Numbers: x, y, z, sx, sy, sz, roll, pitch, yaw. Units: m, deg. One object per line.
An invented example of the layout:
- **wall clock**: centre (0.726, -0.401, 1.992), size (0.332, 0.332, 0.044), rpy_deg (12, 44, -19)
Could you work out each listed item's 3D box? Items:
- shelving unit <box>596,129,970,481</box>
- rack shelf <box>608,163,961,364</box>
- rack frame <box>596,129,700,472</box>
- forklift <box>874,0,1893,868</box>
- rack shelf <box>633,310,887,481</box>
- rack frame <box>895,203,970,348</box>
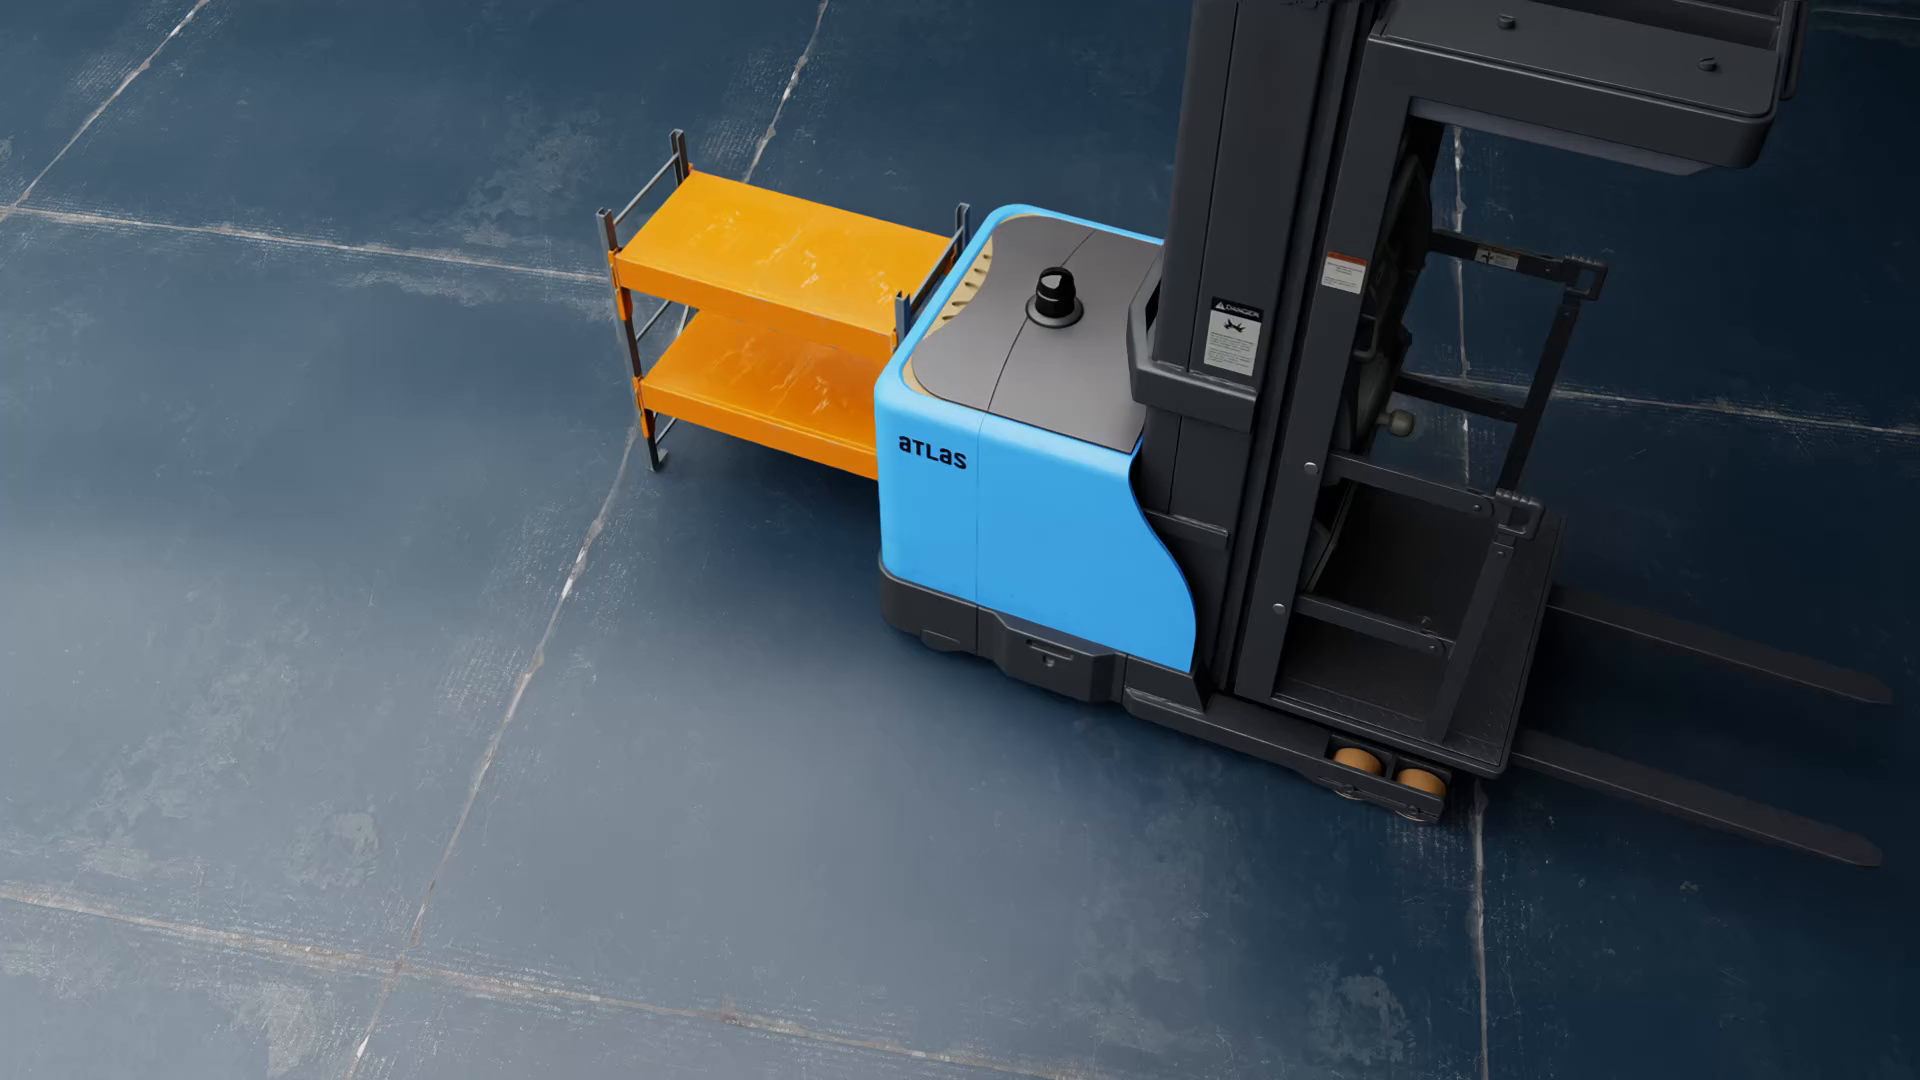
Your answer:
- **shelving unit**: centre (-0.548, -0.648, 5.576), size (1.048, 1.125, 0.538), rpy_deg (18, 50, 15)
- **rack shelf**: centre (-0.548, -0.844, 5.359), size (1.000, 0.278, 0.538), rpy_deg (18, 50, 15)
- **rack frame**: centre (-1.016, -0.797, 5.710), size (0.032, 1.125, 0.500), rpy_deg (18, 50, 15)
- **forklift**: centre (1.304, -0.590, 4.309), size (3.031, 2.935, 1.130), rpy_deg (18, 50, 15)
- **rack shelf**: centre (-0.548, -0.485, 5.758), size (1.000, 0.278, 0.538), rpy_deg (18, 50, 15)
- **rack frame**: centre (-0.081, -0.500, 5.443), size (0.032, 1.125, 0.500), rpy_deg (18, 50, 15)
